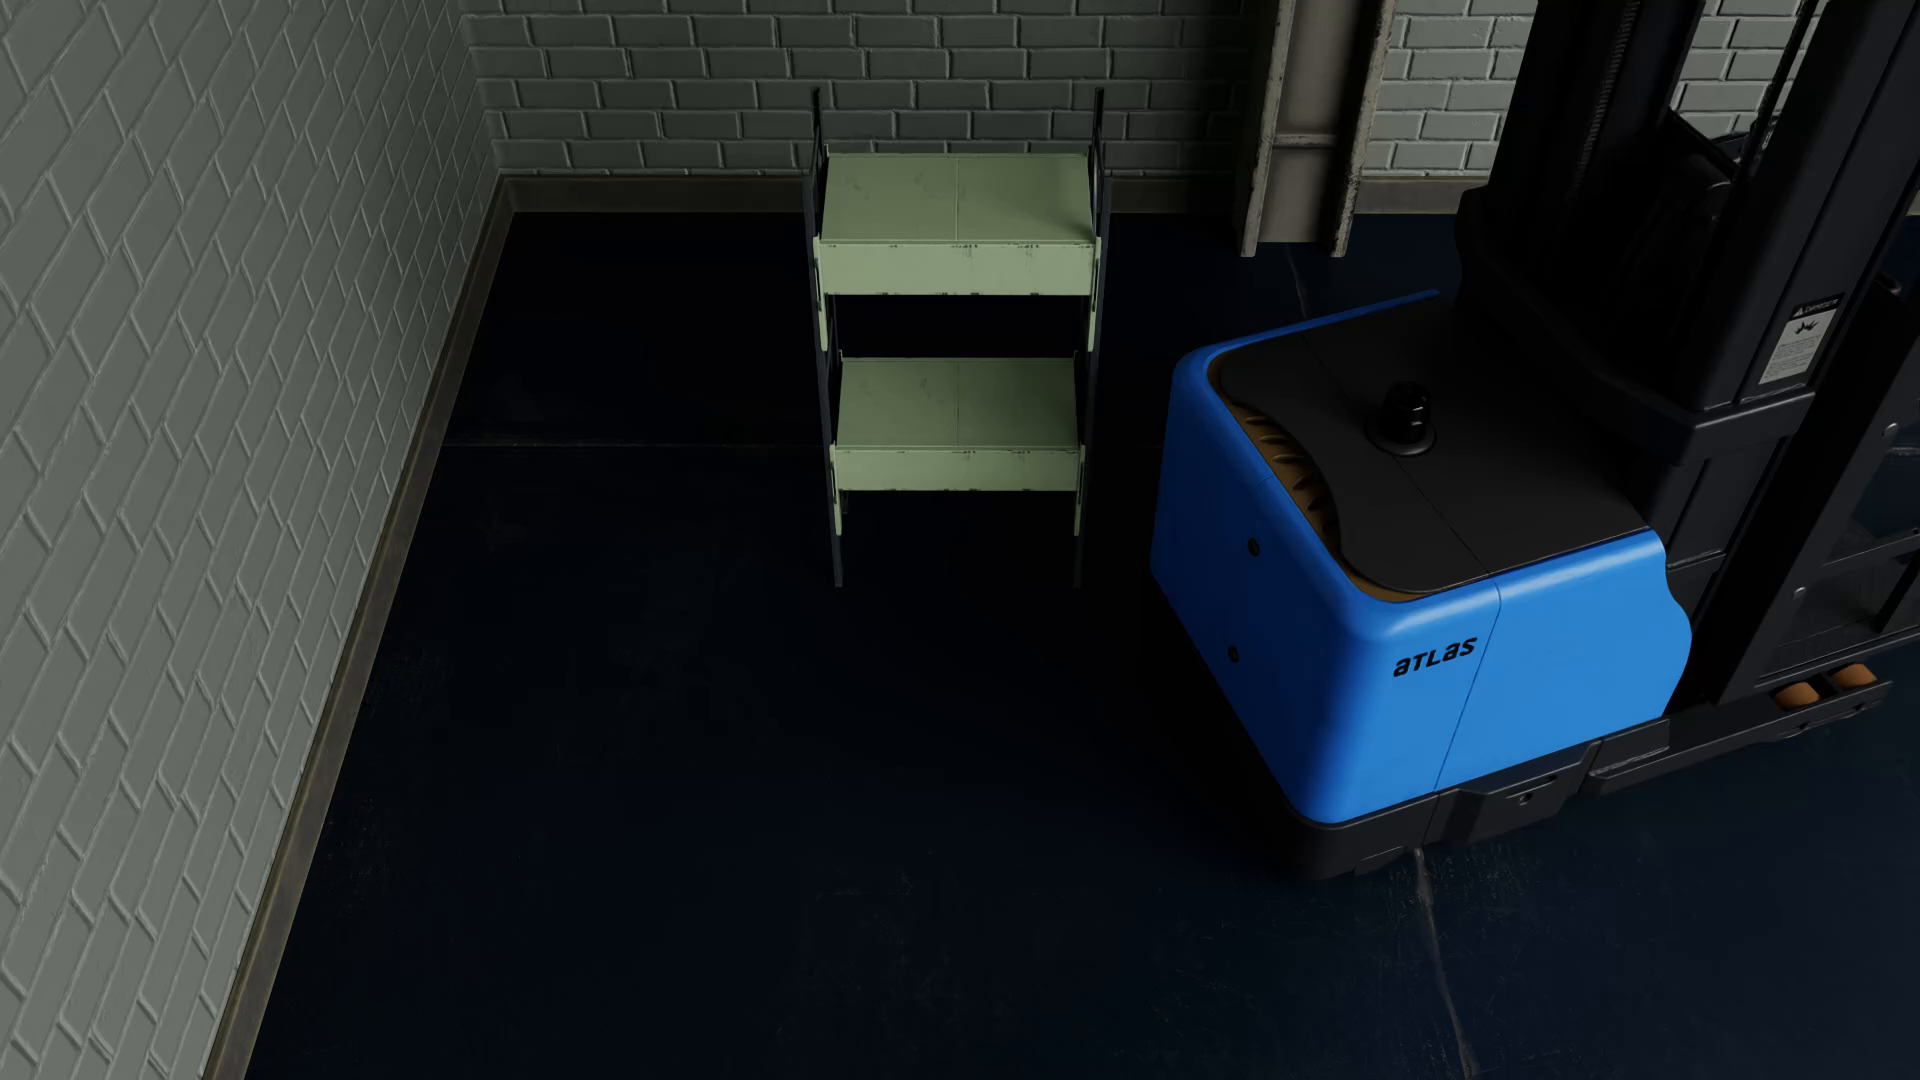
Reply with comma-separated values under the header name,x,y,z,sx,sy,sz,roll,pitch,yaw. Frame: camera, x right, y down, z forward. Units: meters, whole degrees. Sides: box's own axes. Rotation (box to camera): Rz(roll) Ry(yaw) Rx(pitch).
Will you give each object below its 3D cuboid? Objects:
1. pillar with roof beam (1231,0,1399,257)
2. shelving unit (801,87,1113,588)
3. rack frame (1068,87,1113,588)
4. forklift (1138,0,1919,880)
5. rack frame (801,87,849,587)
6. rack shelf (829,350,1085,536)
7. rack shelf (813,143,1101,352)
name,x,y,z,sx,sy,sz,roll,pitch,yaw
pillar with roof beam,1.231,-1.091,0.117,0.400,9.000,9.100,0,47,0
shelving unit,-0.007,-0.511,4.701,0.755,1.500,0.431,0,47,0
rack frame,0.359,-0.510,4.700,0.023,1.500,0.400,0,47,0
forklift,2.100,-0.786,3.979,3.031,2.935,1.130,-15,49,-14
rack frame,-0.373,-0.512,4.702,0.023,1.500,0.400,0,47,0
rack shelf,-0.007,-0.289,4.940,0.720,0.370,0.431,0,47,0
rack shelf,-0.007,-0.777,4.415,0.720,0.370,0.431,0,47,0
